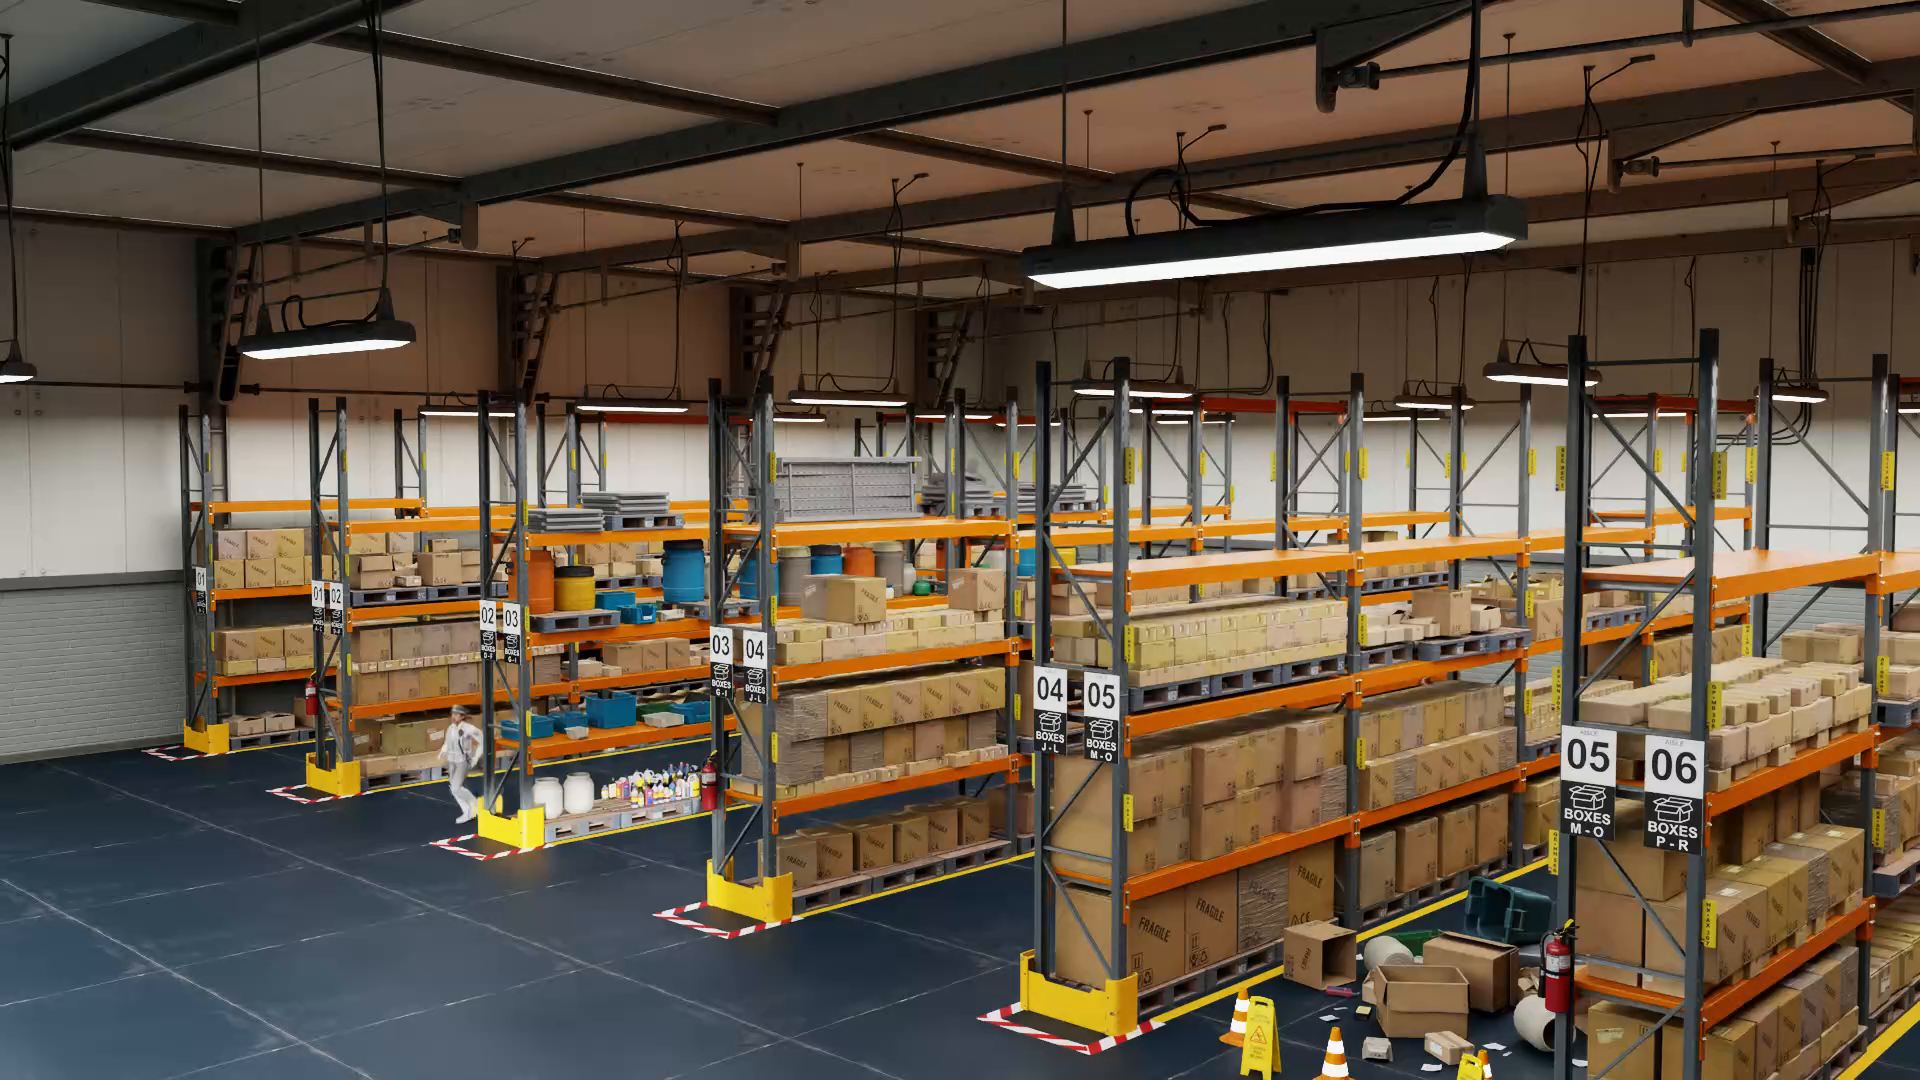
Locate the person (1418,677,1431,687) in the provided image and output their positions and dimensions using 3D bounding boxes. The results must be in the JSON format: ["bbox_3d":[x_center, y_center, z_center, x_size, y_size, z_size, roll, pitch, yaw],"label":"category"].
[{"bbox_3d":[7.435,2.961,26.671,0.517,1.634,0.776,3,4,42],"label":"person"}]

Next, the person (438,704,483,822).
[{"bbox_3d":[-6.985,3.115,23.163,0.640,1.666,0.552,2,3,29],"label":"person"}]
